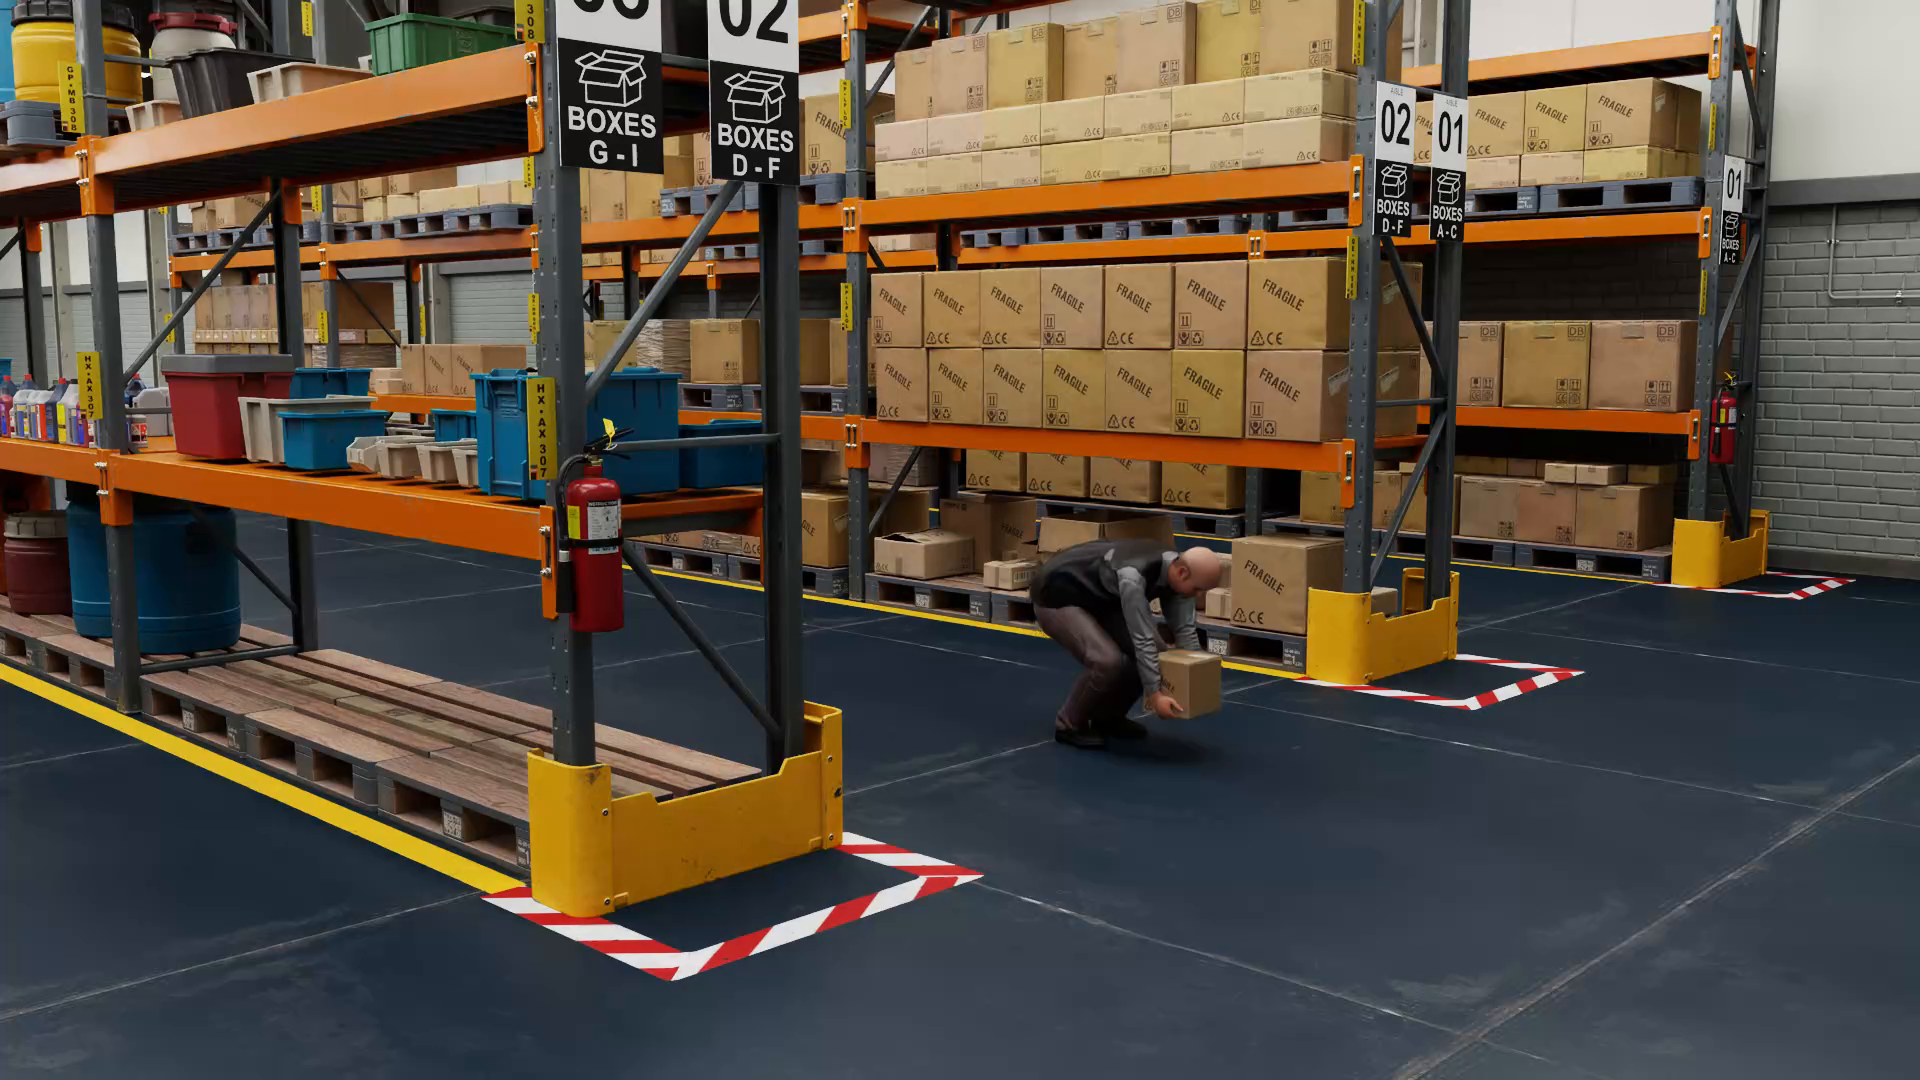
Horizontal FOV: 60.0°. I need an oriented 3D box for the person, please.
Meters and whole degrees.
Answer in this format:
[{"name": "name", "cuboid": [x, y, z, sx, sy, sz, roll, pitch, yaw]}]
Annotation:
[{"name": "person", "cuboid": [0.770, 0.467, 7.654, 0.938, 0.968, 0.521, 6, 9, 41]}]
